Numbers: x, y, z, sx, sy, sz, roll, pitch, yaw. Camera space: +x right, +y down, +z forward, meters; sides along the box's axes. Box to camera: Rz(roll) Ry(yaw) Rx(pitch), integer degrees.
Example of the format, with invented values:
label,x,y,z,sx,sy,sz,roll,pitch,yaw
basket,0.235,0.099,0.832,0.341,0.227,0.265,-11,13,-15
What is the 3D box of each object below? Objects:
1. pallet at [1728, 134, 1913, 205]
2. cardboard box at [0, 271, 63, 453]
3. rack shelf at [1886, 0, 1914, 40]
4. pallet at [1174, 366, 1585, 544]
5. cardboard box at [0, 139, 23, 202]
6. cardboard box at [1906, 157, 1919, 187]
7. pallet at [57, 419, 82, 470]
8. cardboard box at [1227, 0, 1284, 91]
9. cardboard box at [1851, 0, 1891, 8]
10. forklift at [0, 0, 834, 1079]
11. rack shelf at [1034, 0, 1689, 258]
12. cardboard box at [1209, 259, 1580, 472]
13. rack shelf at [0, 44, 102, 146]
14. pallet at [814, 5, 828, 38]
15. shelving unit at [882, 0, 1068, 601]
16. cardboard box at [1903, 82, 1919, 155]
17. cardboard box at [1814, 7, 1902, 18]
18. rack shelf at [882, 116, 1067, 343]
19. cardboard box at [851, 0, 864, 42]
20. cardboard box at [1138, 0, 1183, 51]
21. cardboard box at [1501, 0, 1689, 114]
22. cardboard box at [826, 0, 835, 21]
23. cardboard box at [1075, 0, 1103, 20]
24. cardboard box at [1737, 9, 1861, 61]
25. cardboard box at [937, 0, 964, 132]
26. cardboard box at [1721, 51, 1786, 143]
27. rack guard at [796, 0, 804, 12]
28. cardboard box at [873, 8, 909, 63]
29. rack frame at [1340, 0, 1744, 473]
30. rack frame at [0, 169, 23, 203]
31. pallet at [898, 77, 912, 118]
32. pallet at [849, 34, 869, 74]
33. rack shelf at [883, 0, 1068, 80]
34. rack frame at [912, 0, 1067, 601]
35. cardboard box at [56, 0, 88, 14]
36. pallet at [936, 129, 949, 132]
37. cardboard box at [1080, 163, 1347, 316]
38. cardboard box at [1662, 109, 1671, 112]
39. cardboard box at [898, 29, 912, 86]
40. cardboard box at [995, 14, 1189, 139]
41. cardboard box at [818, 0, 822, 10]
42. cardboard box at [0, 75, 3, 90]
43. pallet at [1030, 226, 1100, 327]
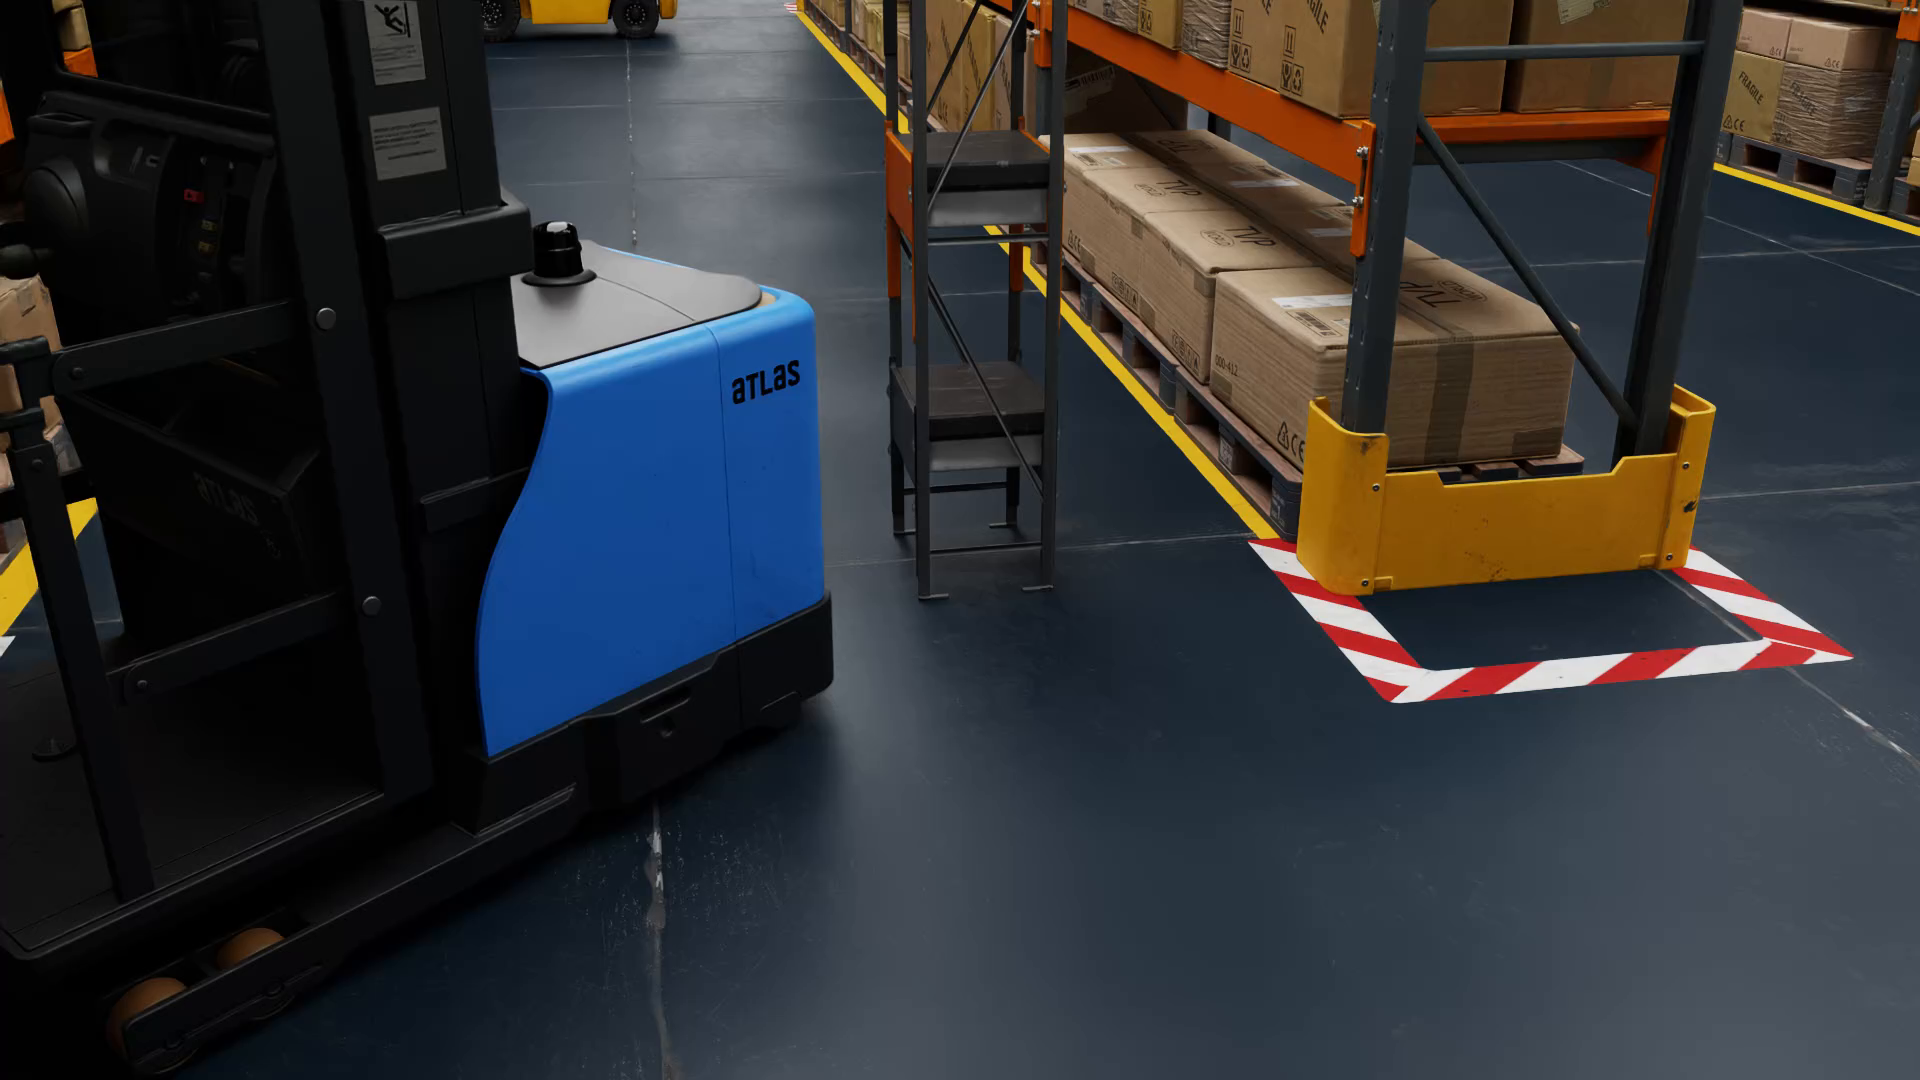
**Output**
label,x,y,z,sx,sy,sz,roll,pitch,yaw
pallet,5.588,-2.334,10.330,1.003,0.211,1.213,-4,24,-10
cardboard box,-3.390,-0.591,5.453,0.700,0.500,0.500,-3,24,-8
rack shelf,5.364,-3.762,11.016,1.077,0.370,4.000,-4,24,-10
pallet,1.403,-0.357,5.803,1.003,0.211,1.213,-4,24,-10
cardboard box,-4.371,-1.749,8.104,0.500,0.500,0.500,-4,24,-10
cardboard box,5.485,-2.024,9.175,0.380,0.149,0.250,-5,24,-12
pallet,-3.635,-0.501,6.135,1.003,0.211,1.213,-4,24,-10
cardboard box,1.200,-1.740,5.362,0.500,0.500,0.500,-5,24,-11
cardboard box,9.310,-5.403,16.448,0.700,0.500,0.500,-4,24,-10
forklift,-1.658,-0.600,2.963,1.130,2.935,3.031,19,30,36
rack shelf,1.258,-1.783,6.483,1.077,0.370,4.000,-4,24,-10
cardboard box,1.407,-0.596,5.544,0.875,0.438,0.875,-5,24,-12
rack shelf,-3.620,-1.414,5.639,1.077,0.370,4.000,-4,24,-10
pallet,-0.980,-5.511,17.604,1.003,0.211,1.213,-4,24,-10
shelving unit,0.031,-0.897,4.681,0.431,2.100,0.503,-4,24,-10
cardboard box,5.858,-2.663,10.197,0.500,0.500,0.500,-3,24,-8
cardboard box,5.756,-3.215,10.526,0.500,0.250,0.500,-4,24,-8
rack shelf,0.031,-0.885,4.686,0.431,0.518,0.480,-4,24,-10
cardboard box,-0.492,-4.828,15.315,0.950,0.372,0.625,-4,24,-9
cardboard box,0.987,-2.144,6.287,0.500,0.500,0.500,-4,24,-8
cardboard box,1.821,-1.582,4.999,0.500,0.500,0.500,-4,24,-10
cardboard box,-1.073,-5.400,16.777,0.500,0.250,0.500,-5,24,-11
cardboard box,0.806,-2.543,7.200,0.500,0.500,0.500,-4,24,-9
cardboard box,5.266,-3.173,10.430,0.500,0.250,0.500,-3,24,-7
cardboard box,0.355,-3.062,10.644,0.875,0.875,0.875,-4,24,-9
cardboard box,5.255,-2.827,10.573,0.500,0.500,0.500,-5,24,-11
rack guard,-1.317,-6.444,19.380,1.175,0.500,0.348,-4,24,-10
cardboard box,-0.226,-4.272,14.043,0.950,0.372,0.625,-4,24,-8
rack frame,1.627,-1.326,4.538,1.000,3.000,0.127,-4,24,-10
rack frame,-3.990,-2.530,7.296,1.000,3.000,0.127,-4,24,-10
pallet,0.005,-3.502,13.005,1.003,0.211,1.213,-4,24,-10
pallet,-0.446,-4.462,15.203,1.003,0.211,1.213,-4,24,-10
rack shelf,0.031,-1.526,4.406,0.431,0.518,0.480,-4,24,-10
rack frame,0.076,-0.801,4.461,0.400,2.100,0.015,-4,24,-10
cardboard box,-3.469,-2.023,5.949,0.500,0.250,0.500,-4,24,-10
pallet,0.442,-2.400,10.482,1.003,0.211,1.213,-4,24,-10
cardboard box,1.064,-1.311,7.180,0.875,0.438,0.875,-5,24,-11
cardboard box,5.070,-3.230,11.495,0.500,0.500,0.500,-5,24,-11
cardboard box,0.053,-3.684,12.696,0.950,0.372,0.625,-6,24,-13
cardboard box,0.694,-2.356,9.027,0.875,0.875,0.875,-4,24,-8
cardboard box,-1.254,-5.799,17.691,0.500,0.250,0.500,-3,24,-6
cardboard box,-3.231,-1.502,5.255,0.380,0.149,0.250,-5,24,-11
pallet,0.951,-1.317,8.001,1.003,0.211,1.213,-4,24,-10
